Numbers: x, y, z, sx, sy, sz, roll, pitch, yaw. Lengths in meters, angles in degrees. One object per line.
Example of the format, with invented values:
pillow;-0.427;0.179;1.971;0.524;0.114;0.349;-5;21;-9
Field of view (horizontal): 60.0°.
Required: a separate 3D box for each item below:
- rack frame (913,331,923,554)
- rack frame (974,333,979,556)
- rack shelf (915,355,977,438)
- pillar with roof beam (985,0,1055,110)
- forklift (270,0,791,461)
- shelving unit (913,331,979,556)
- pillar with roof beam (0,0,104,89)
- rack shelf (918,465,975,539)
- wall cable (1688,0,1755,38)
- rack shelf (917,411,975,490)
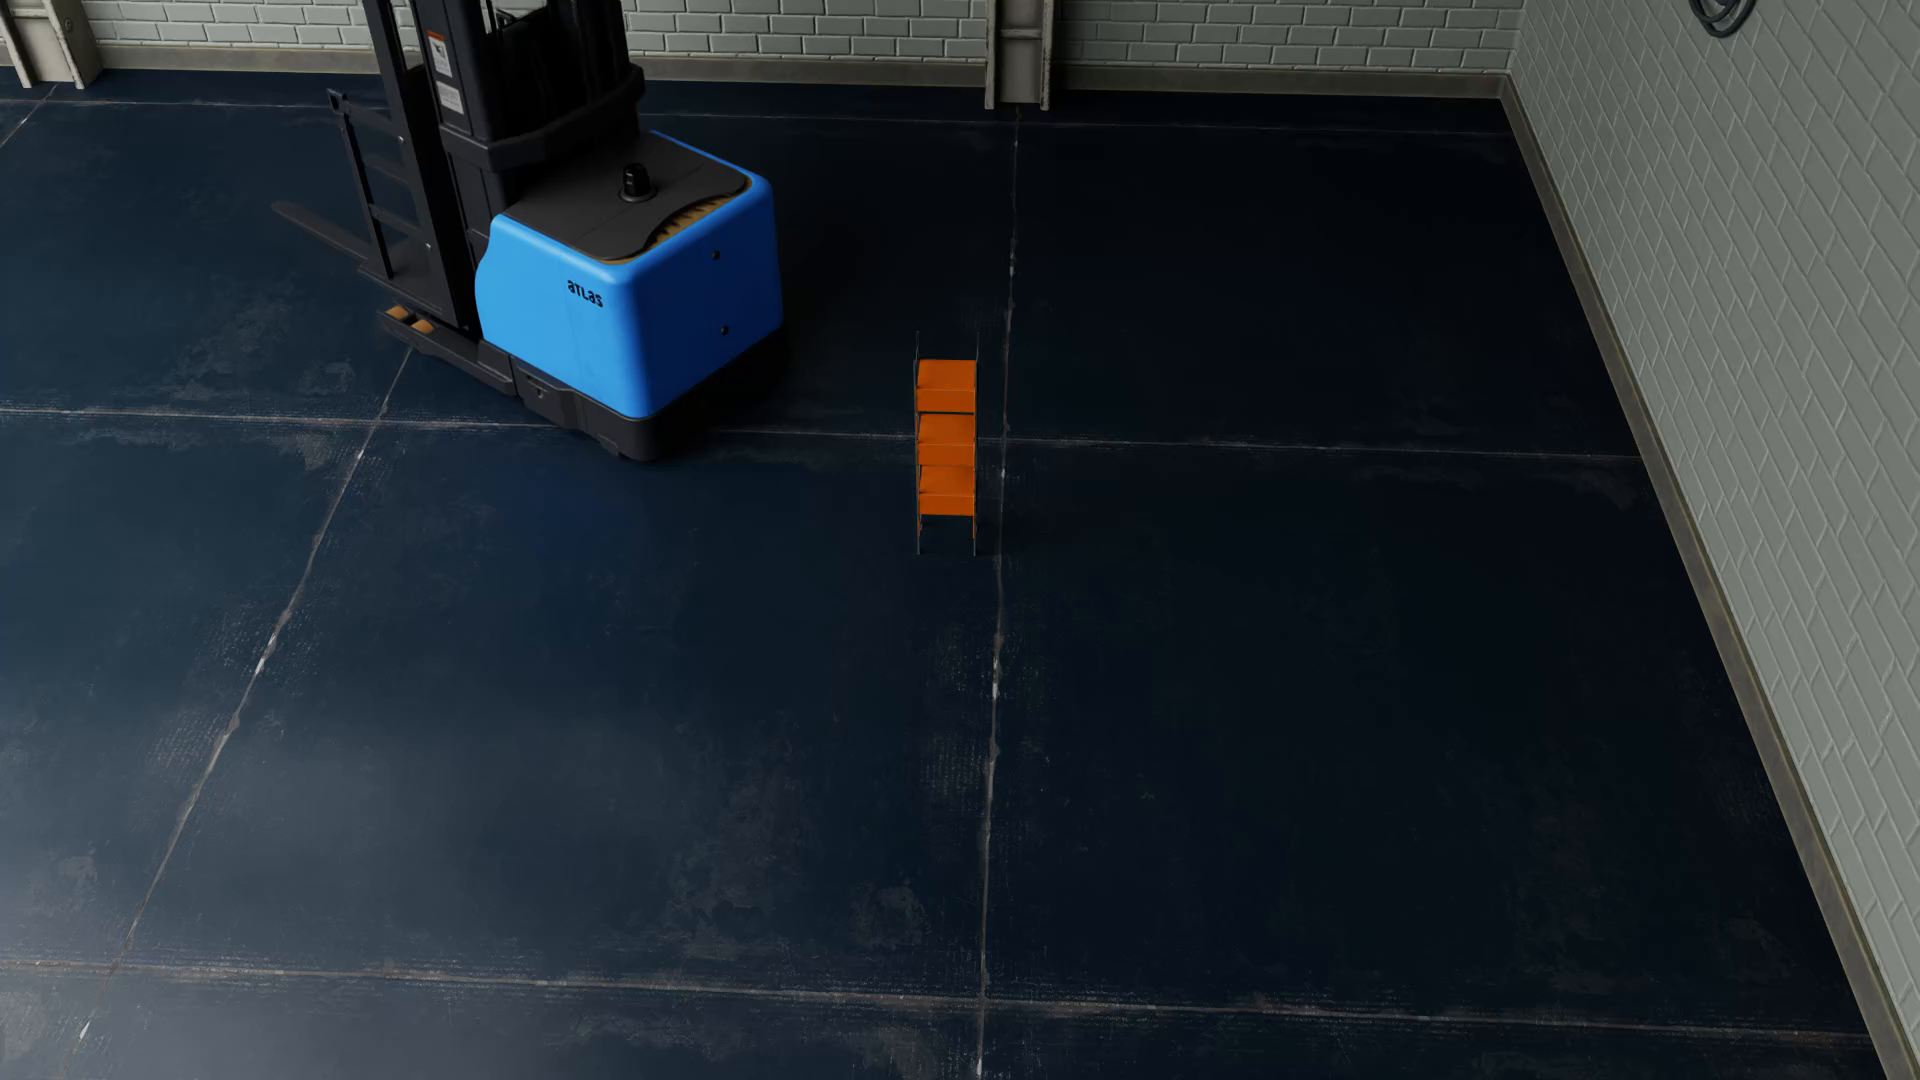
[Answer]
rack frame;-0.175;-0.390;6.983;0.008;1.050;0.200;2;43;2
rack frame;0.068;-0.382;6.975;0.008;1.050;0.200;2;43;2
rack shelf;-0.053;-0.586;6.793;0.240;0.259;0.215;2;43;2
pillar with roof beam;0.164;-3.096;4.057;0.400;9.000;9.100;2;43;2
forklift;-2.310;-2.265;7.616;3.031;2.935;1.130;28;50;26
shelving unit;-0.053;-0.386;6.979;0.252;1.050;0.215;2;43;2
pillar with roof beam;-5.830;-3.280;4.254;0.400;9.000;9.100;2;43;2
rack shelf;-0.053;-0.175;7.176;0.240;0.259;0.215;2;43;2
wall cable;3.241;-3.900;7.198;0.112;2.526;3.097;2;43;2
rack shelf;-0.053;-0.378;6.987;0.240;0.259;0.215;2;43;2
